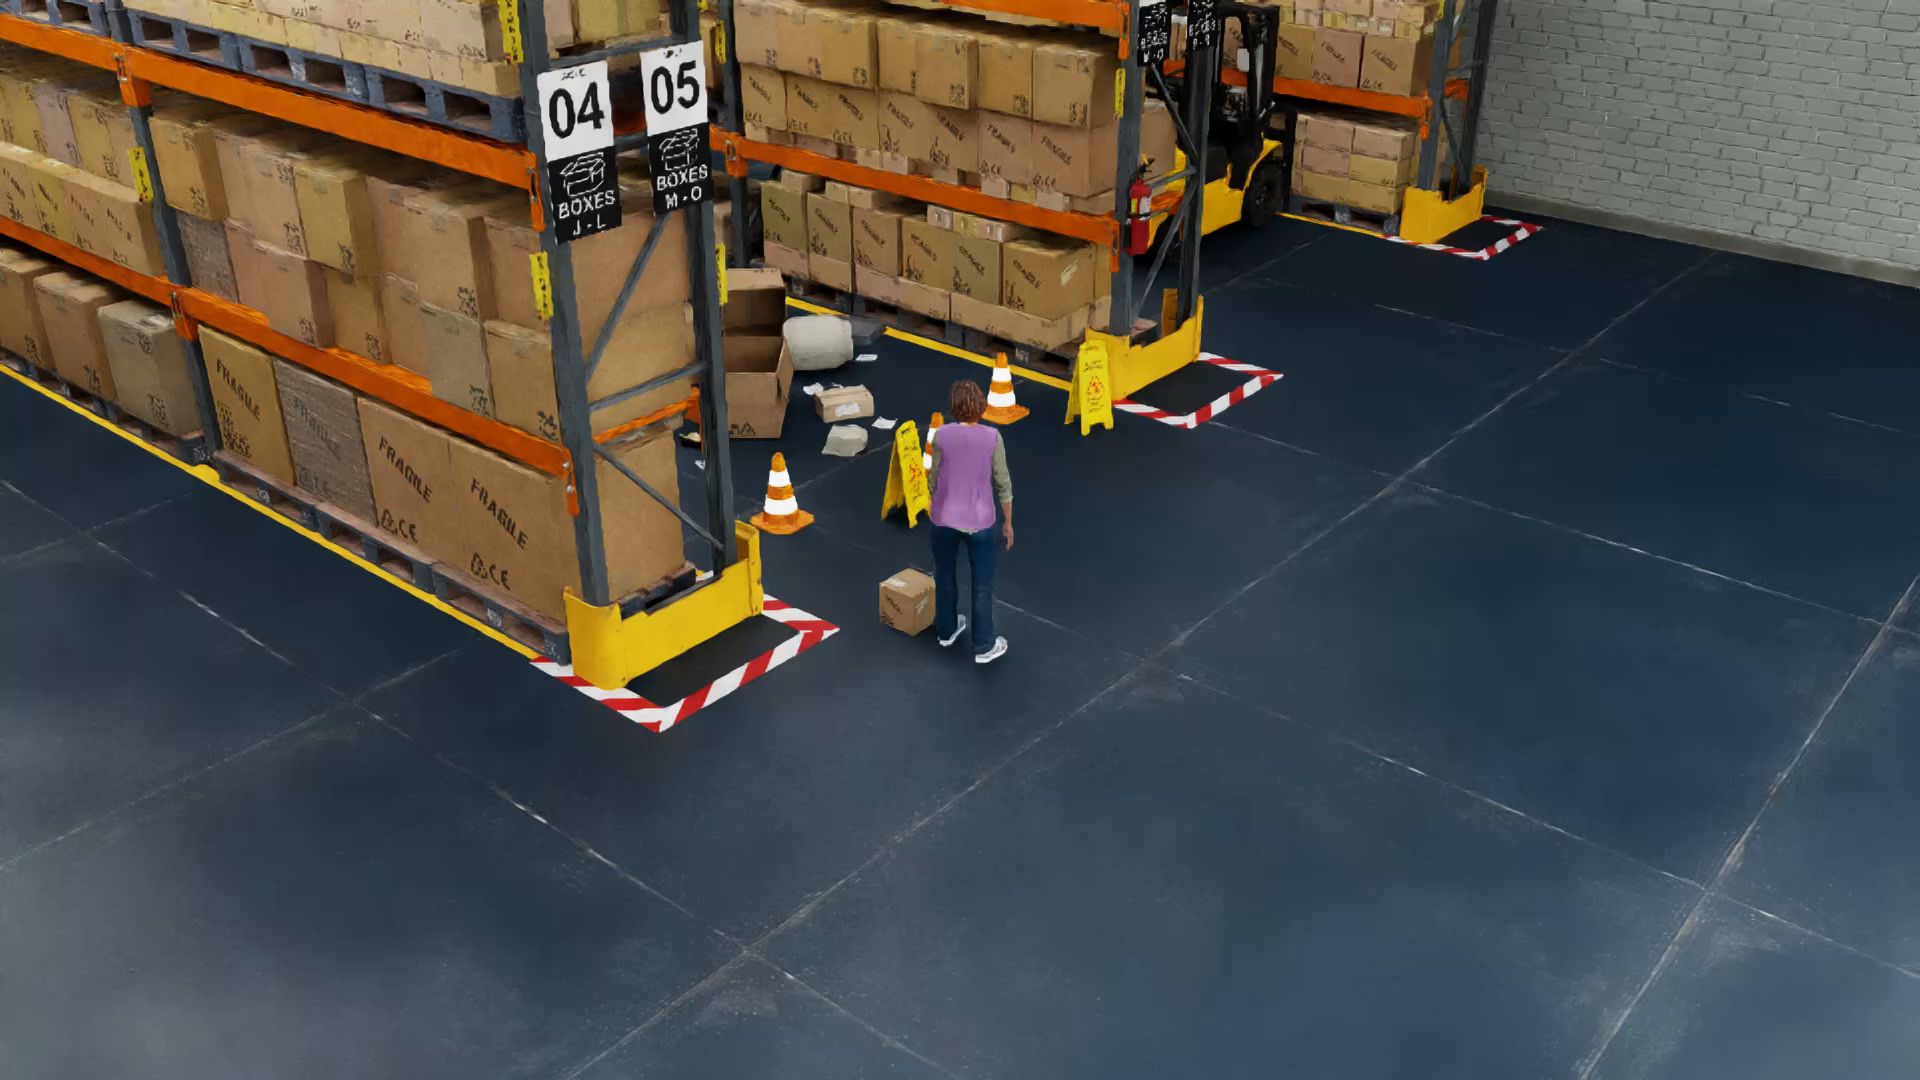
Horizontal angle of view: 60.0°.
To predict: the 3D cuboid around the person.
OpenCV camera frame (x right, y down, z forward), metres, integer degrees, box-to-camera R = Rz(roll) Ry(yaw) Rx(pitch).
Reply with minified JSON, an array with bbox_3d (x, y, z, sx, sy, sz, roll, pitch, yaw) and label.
[{"bbox_3d":[0.060,-0.113,8.801,0.461,1.602,0.454,3,28,5],"label":"person"}]
